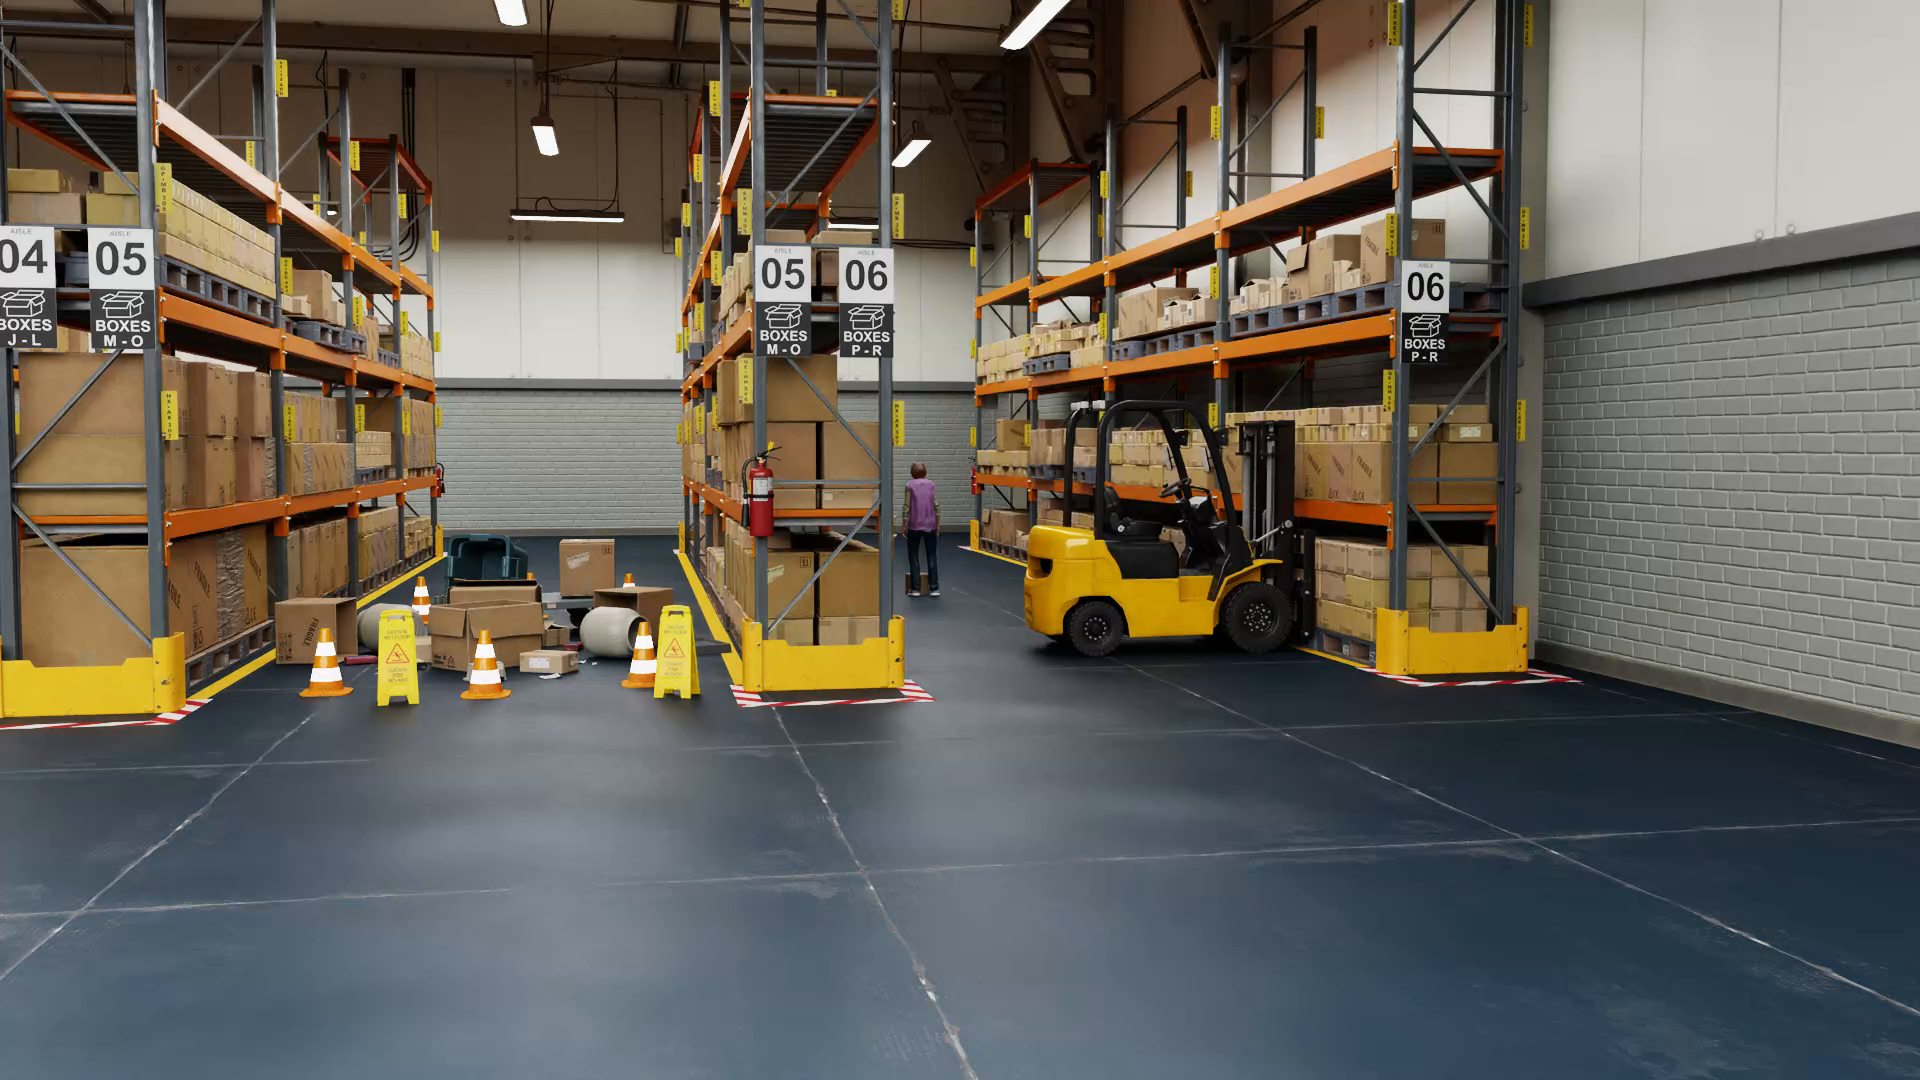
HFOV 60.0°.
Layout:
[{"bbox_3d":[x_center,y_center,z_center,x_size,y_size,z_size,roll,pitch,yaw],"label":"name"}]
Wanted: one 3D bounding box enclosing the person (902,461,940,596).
[{"bbox_3d":[-0.458,-0.130,19.608,0.481,1.591,0.378,-1,3,-15],"label":"person"}]
